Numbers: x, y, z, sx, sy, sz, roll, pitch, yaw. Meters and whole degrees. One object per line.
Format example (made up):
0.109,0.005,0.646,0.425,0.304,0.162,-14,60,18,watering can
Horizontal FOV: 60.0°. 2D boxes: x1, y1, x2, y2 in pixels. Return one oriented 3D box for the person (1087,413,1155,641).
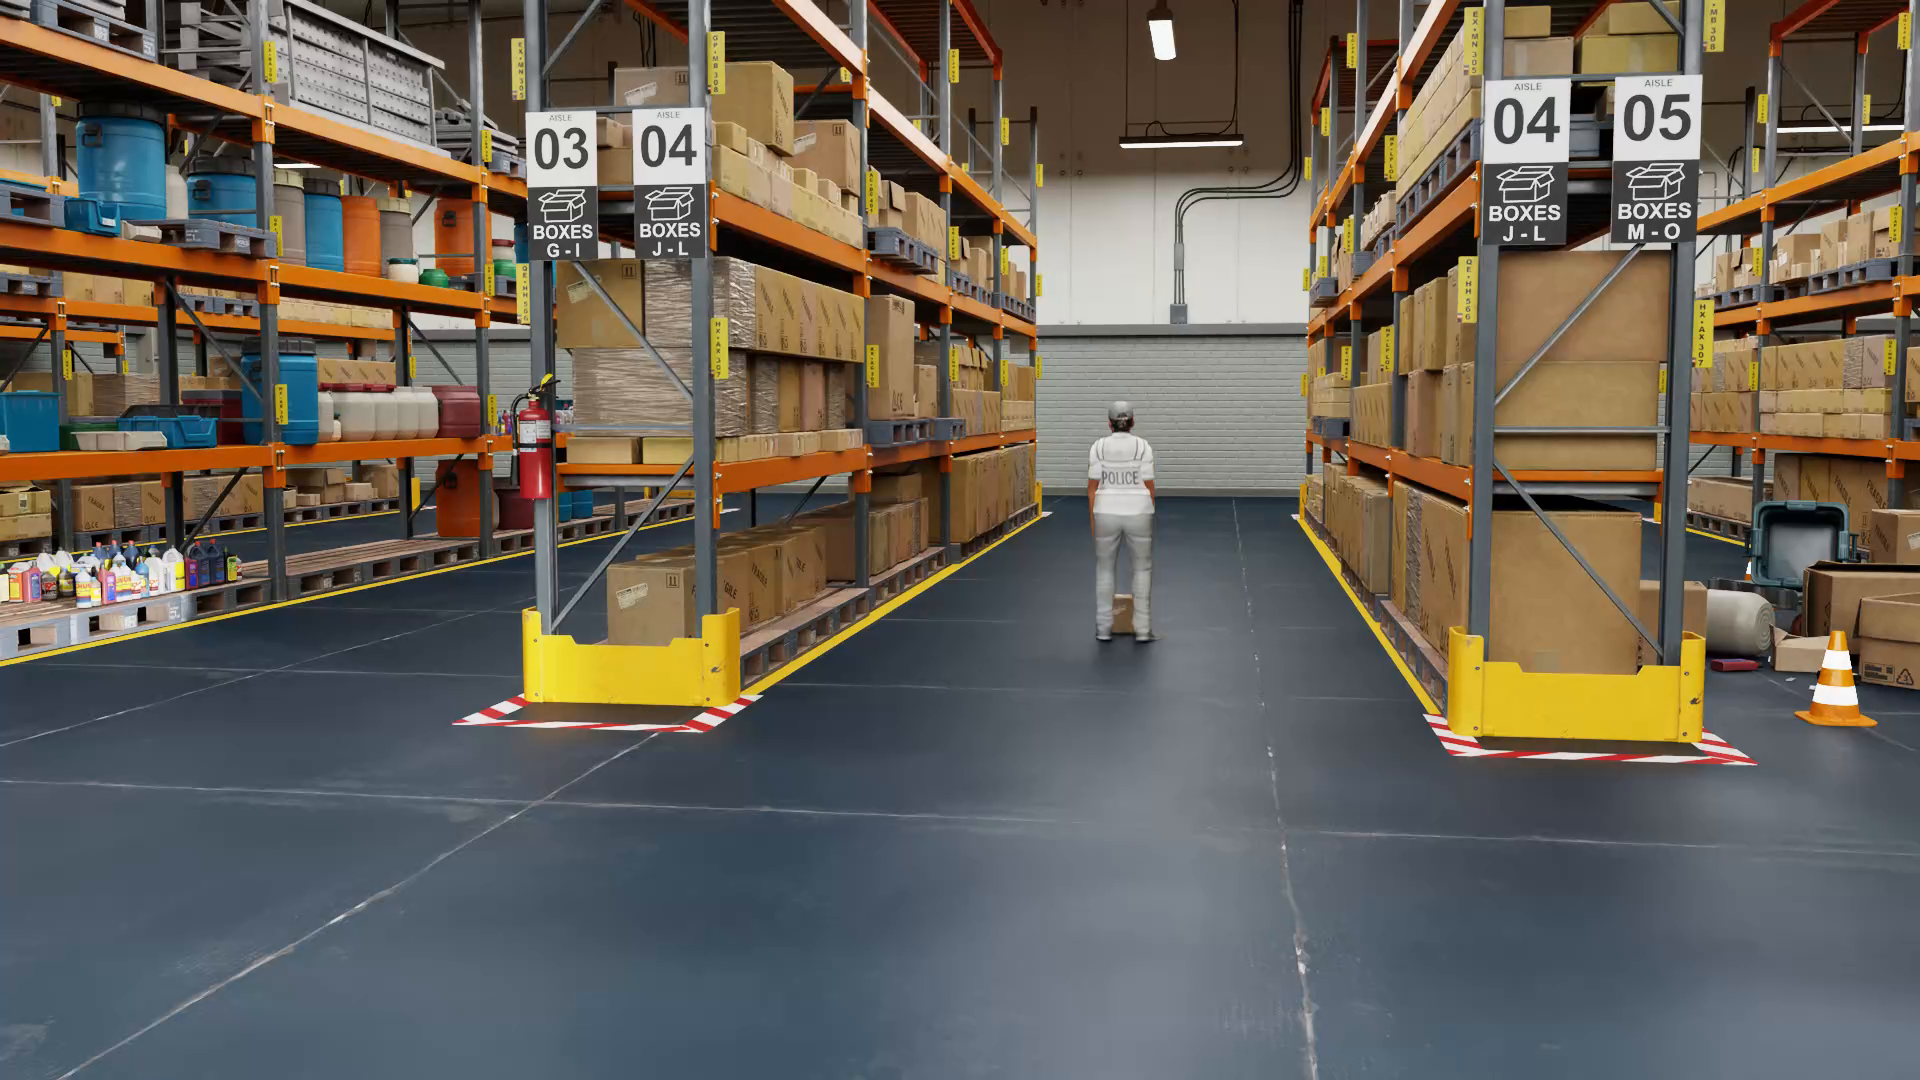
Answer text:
1.121,-0.118,11.550,0.473,1.656,0.391,1,5,10,person
